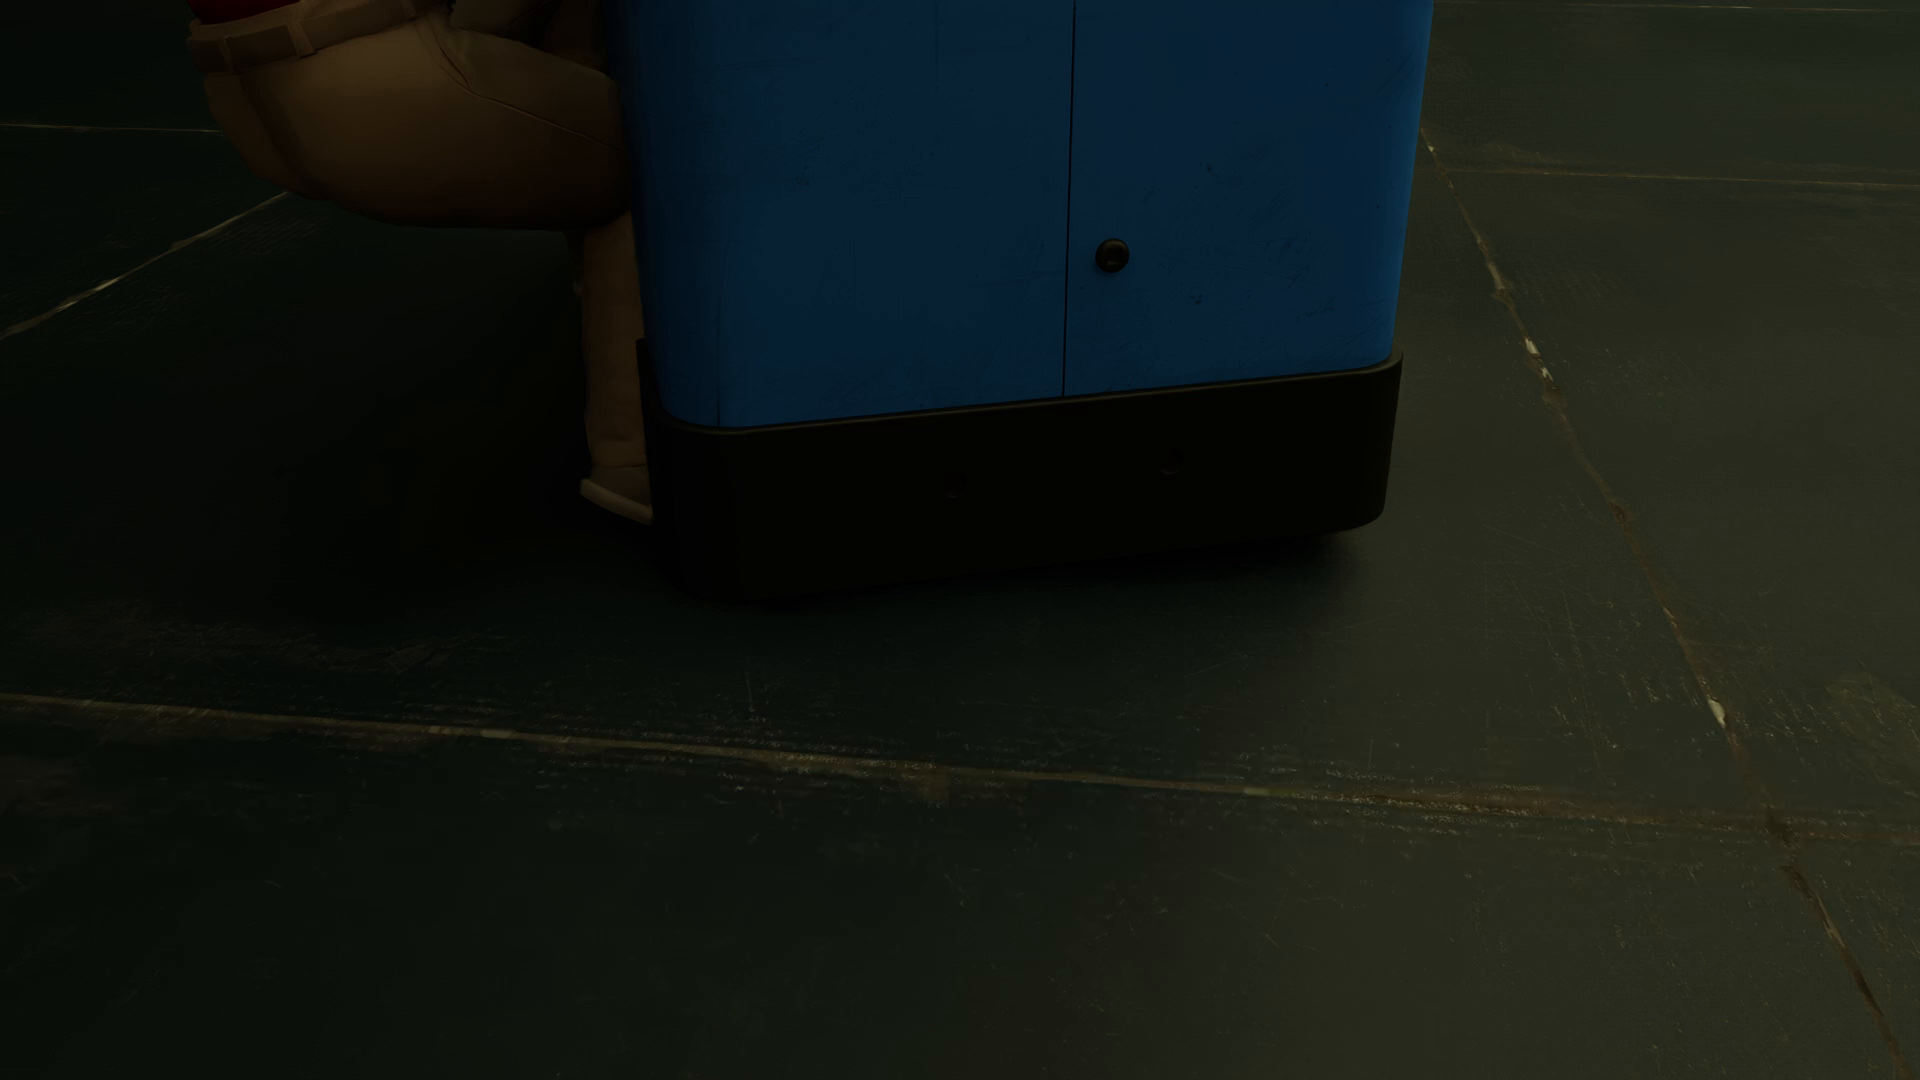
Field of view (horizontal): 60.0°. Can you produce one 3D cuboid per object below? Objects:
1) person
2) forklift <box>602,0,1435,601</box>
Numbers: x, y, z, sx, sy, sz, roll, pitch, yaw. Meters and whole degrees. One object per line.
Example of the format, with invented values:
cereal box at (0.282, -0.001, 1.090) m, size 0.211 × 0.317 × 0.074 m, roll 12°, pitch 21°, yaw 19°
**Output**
person at (-0.658, -0.732, 2.370) m, size 0.819 × 1.525 × 0.842 m, roll 19°, pitch 32°, yaw 33°
forklift at (-0.236, -1.868, 2.962) m, size 1.130 × 2.935 × 3.031 m, roll -7°, pitch 27°, yaw -13°
